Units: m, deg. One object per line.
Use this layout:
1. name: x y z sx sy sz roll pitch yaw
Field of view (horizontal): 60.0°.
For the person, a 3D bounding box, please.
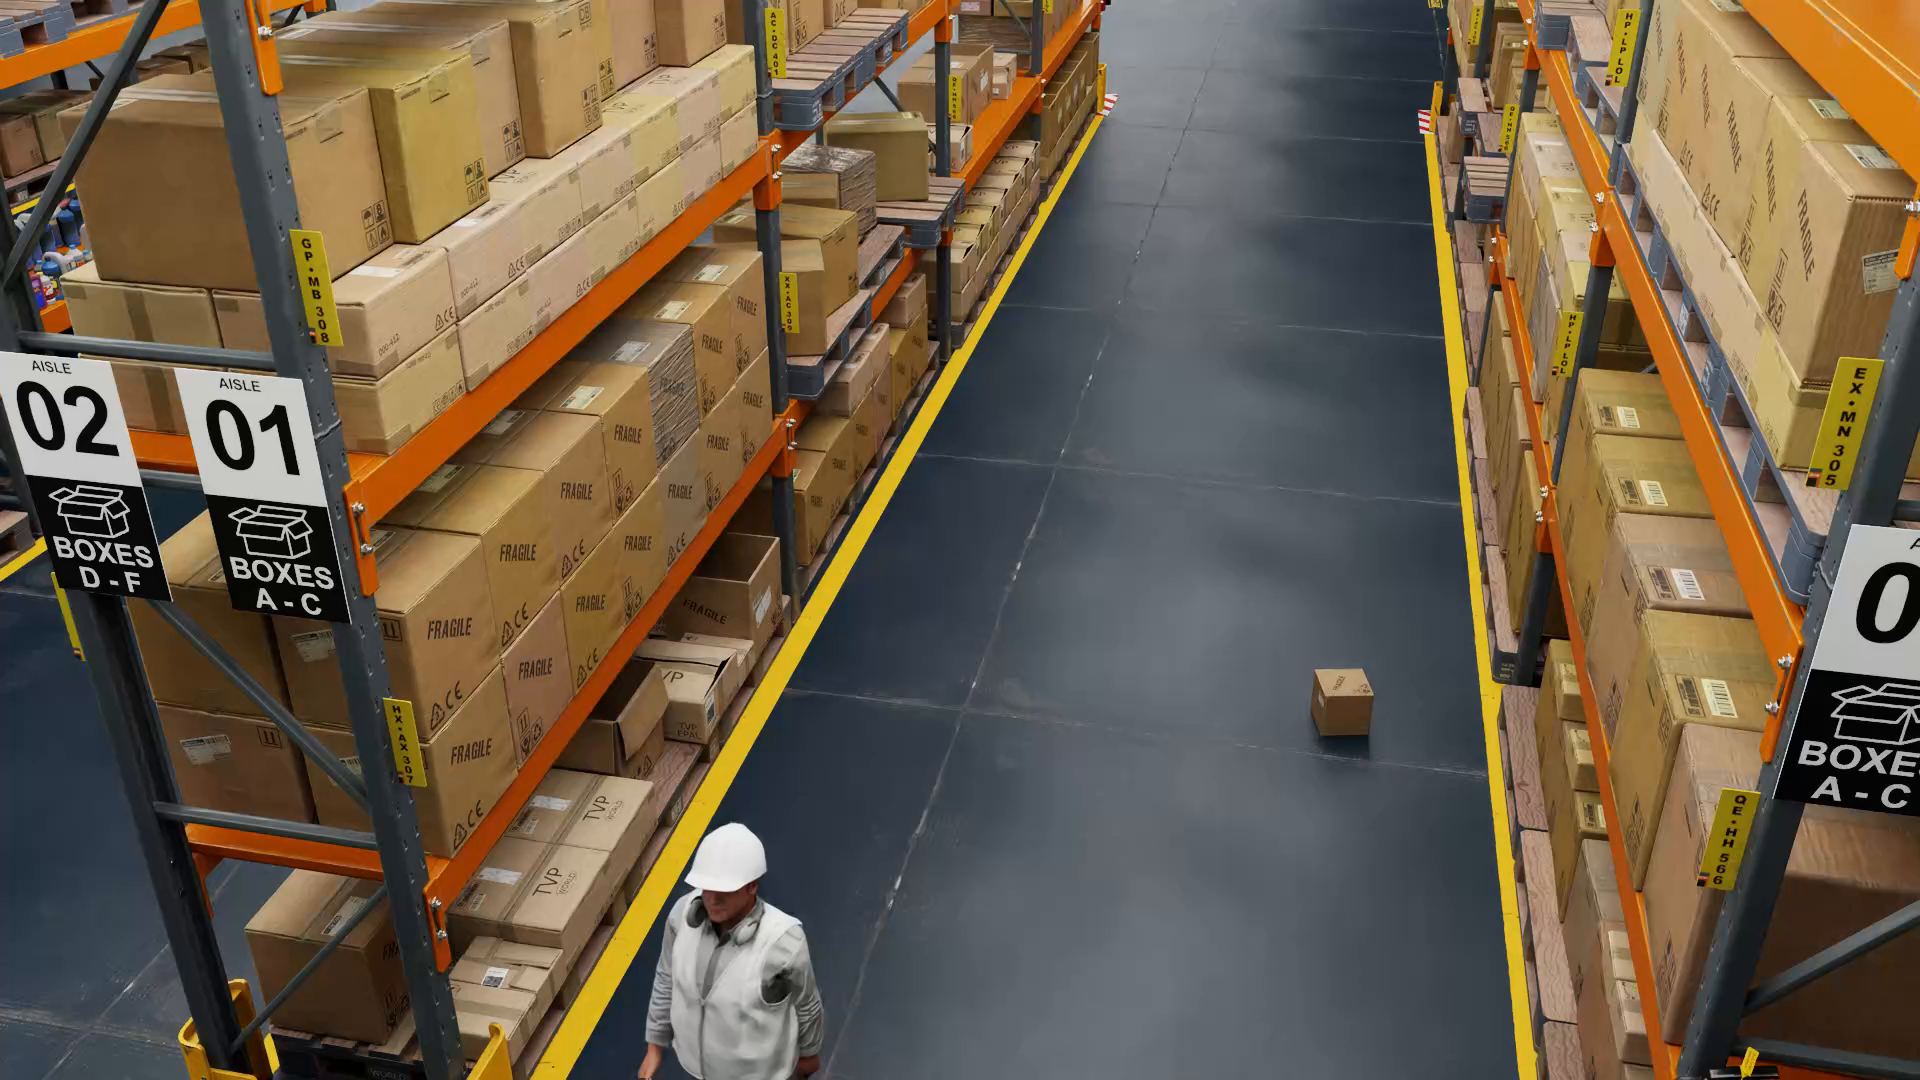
1. person: -0.792 1.716 5.419 0.542 1.736 0.936 16 32 27
